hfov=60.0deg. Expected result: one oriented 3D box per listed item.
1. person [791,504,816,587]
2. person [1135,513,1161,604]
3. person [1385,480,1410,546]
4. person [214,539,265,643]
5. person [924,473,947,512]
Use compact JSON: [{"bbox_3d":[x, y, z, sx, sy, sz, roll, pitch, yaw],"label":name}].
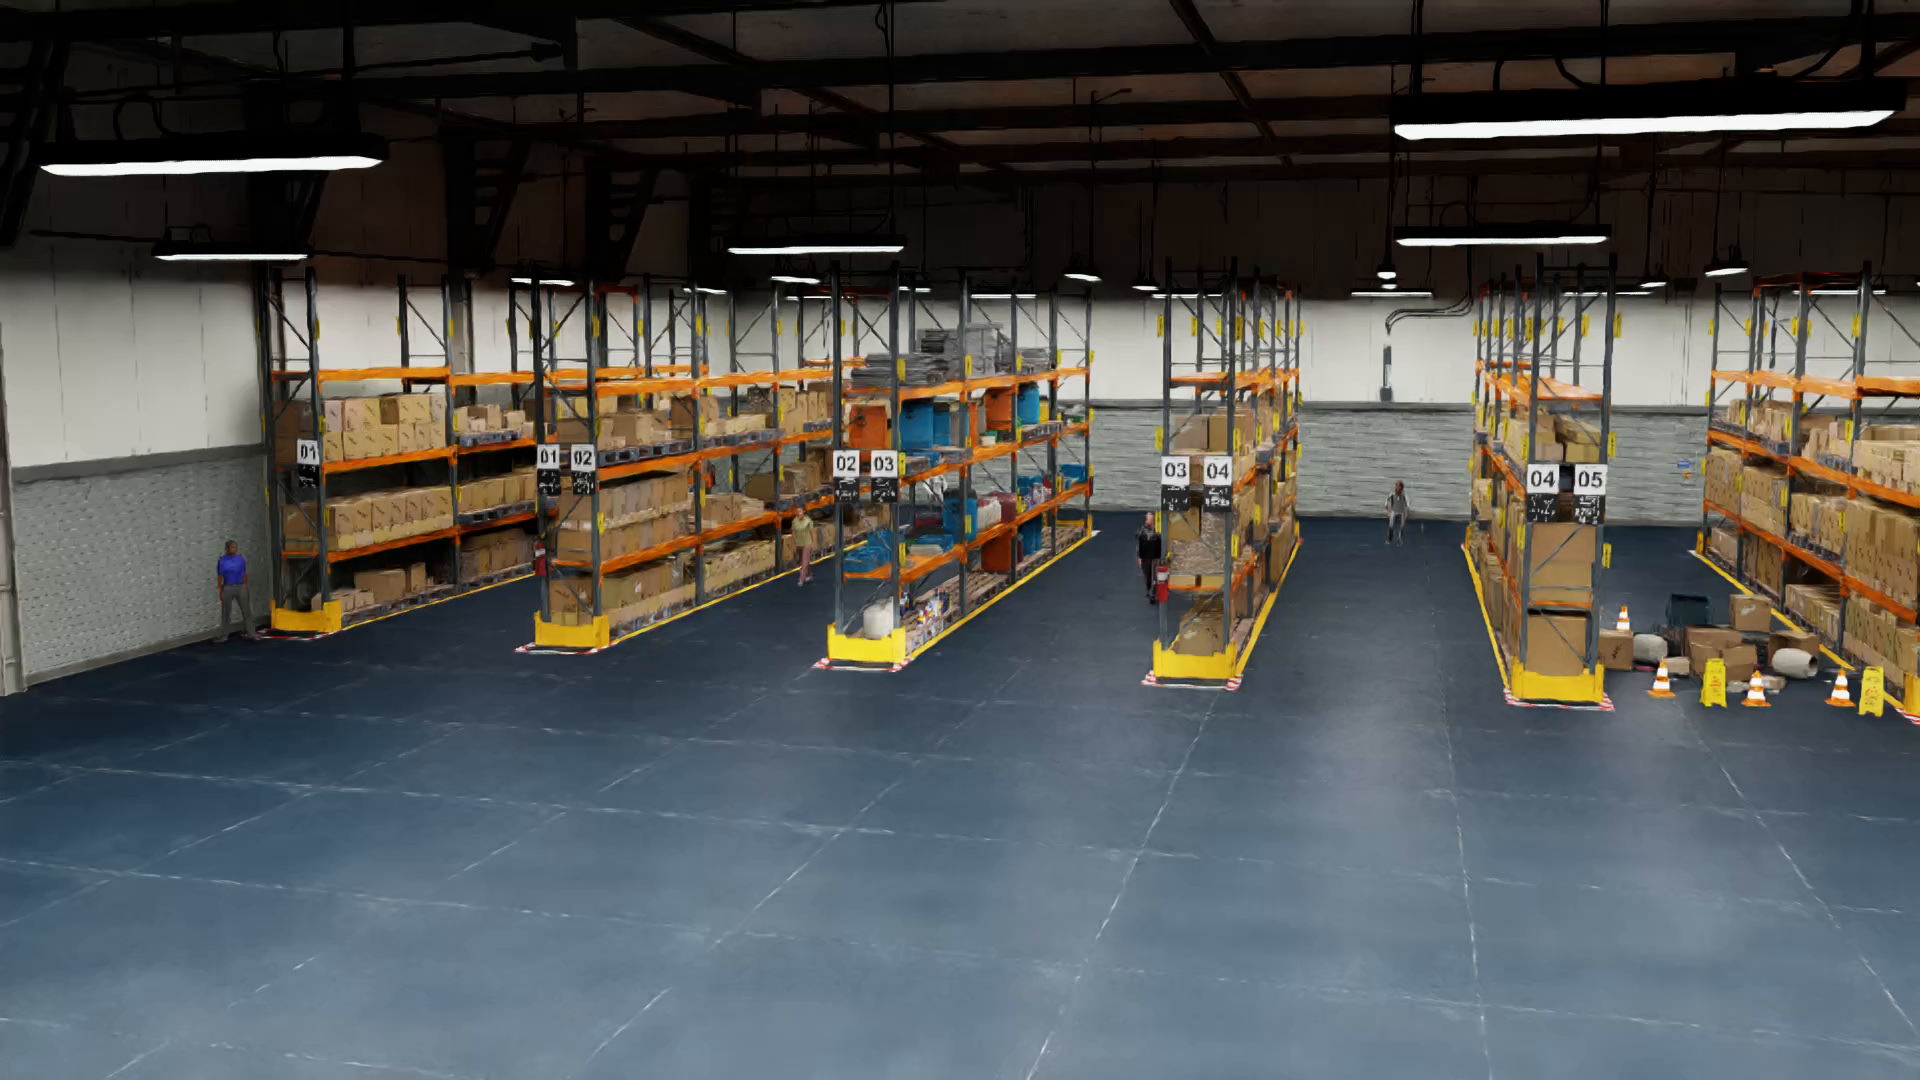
[{"bbox_3d":[-3.094,0.079,32.511,0.448,1.590,1.110,2,8,17],"label":"person"},{"bbox_3d":[3.473,0.312,30.497,0.543,1.648,1.115,2,8,17],"label":"person"},{"bbox_3d":[10.103,-0.627,38.436,0.566,1.541,0.519,2,7,12],"label":"person"},{"bbox_3d":[-11.587,0.804,26.612,0.687,1.652,0.521,-6,10,-41],"label":"person"},{"bbox_3d":[-0.608,-1.195,42.487,0.630,1.608,0.811,0,7,-2],"label":"person"}]
